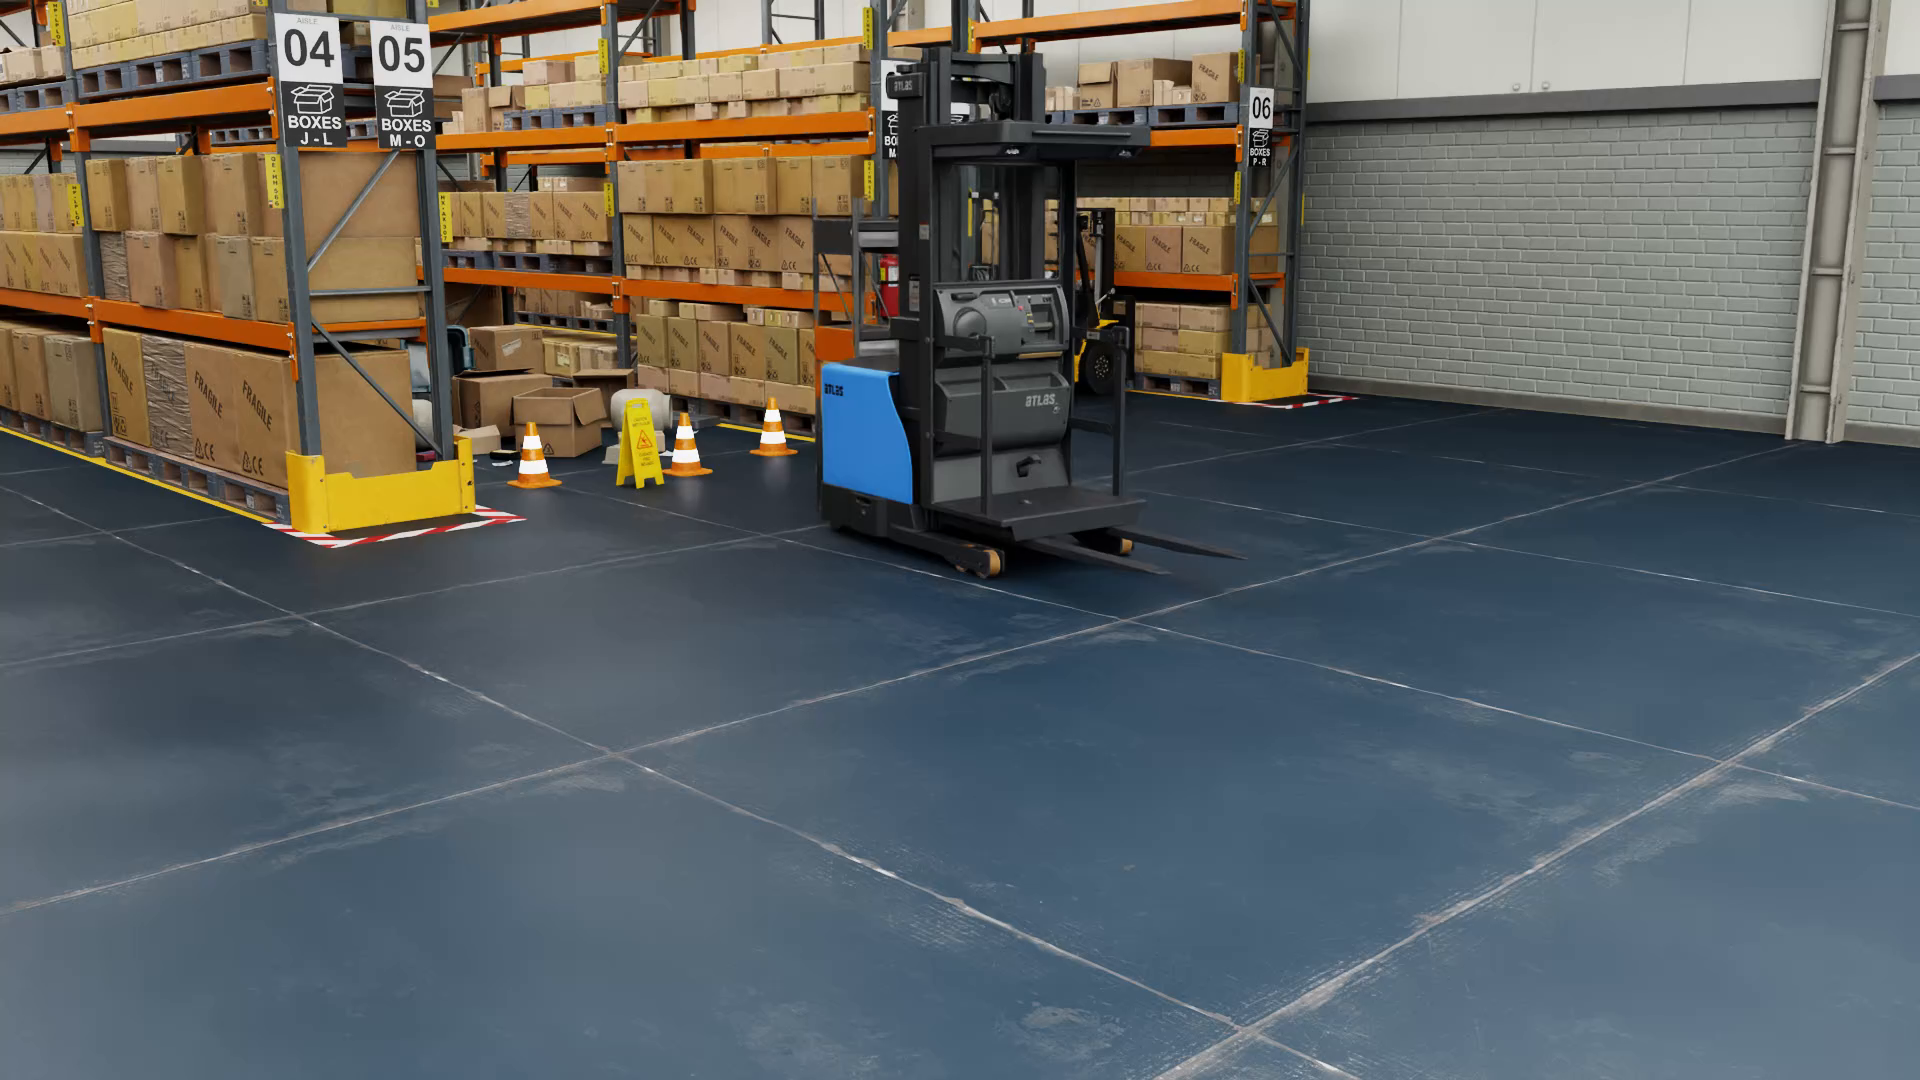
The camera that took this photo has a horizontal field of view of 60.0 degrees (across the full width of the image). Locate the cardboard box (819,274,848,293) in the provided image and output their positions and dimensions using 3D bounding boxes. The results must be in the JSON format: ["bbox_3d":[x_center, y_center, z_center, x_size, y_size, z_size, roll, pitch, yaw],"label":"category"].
[{"bbox_3d":[-1.000,-2.240,14.472,0.380,0.149,0.250,-11,16,-43],"label":"cardboard box"}]

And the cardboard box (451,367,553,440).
[{"bbox_3d":[-4.028,-1.199,14.648,0.797,0.637,0.503,-11,16,-43],"label":"cardboard box"}]

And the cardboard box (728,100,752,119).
[{"bbox_3d":[-1.873,-3.894,15.066,0.380,0.149,0.250,-11,16,-43],"label":"cardboard box"}]

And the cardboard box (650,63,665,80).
[{"bbox_3d":[-2.736,-4.472,15.896,0.250,0.149,0.380,11,16,43],"label":"cardboard box"}]

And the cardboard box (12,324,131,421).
[{"bbox_3d":[-7.762,-1.519,14.885,1.050,0.750,0.750,-11,16,-43],"label":"cardboard box"}]

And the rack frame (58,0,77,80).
[{"bbox_3d":[-6.605,-5.134,13.030,1.000,3.000,0.127,-11,16,-43],"label":"rack frame"}]

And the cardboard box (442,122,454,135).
[{"bbox_3d":[-5.762,-4.760,19.273,0.380,0.149,0.250,-11,16,-43],"label":"cardboard box"}]

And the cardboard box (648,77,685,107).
[{"bbox_3d":[-2.625,-4.265,15.882,0.500,0.250,0.500,-11,16,-43],"label":"cardboard box"}]

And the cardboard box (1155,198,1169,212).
[{"bbox_3d":[2.345,-3.657,18.135,0.380,0.149,0.250,-11,16,-42],"label":"cardboard box"}]

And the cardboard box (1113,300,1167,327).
[{"bbox_3d":[1.999,-2.527,18.539,0.500,0.250,0.500,-11,16,-42],"label":"cardboard box"}]

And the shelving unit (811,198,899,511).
[{"bbox_3d":[-0.667,-1.212,11.089,0.431,2.100,0.503,-9,14,-36],"label":"shelving unit"}]

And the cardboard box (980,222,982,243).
[{"bbox_3d":[-0.031,-3.800,20.555,0.500,0.250,0.500,-11,16,-44],"label":"cardboard box"}]

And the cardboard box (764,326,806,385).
[{"bbox_3d":[-1.437,-1.699,15.140,0.500,0.500,0.500,-10,15,-40],"label":"cardboard box"}]

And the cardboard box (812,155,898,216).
[{"bbox_3d":[-0.843,-3.045,14.295,0.500,0.500,0.700,11,16,44],"label":"cardboard box"}]

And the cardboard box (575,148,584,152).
[{"bbox_3d":[-5.839,-6.194,26.231,0.380,0.149,0.250,-10,15,-41],"label":"cardboard box"}]

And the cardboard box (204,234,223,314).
[{"bbox_3d":[-4.823,-1.910,11.875,0.875,0.550,0.550,-11,16,-43],"label":"cardboard box"}]

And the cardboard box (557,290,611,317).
[{"bbox_3d":[-6.161,-3.941,27.261,0.500,0.500,0.700,11,16,43],"label":"cardboard box"}]

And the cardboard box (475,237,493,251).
[{"bbox_3d":[-5.265,-3.358,18.859,0.380,0.149,0.250,-11,16,-42],"label":"cardboard box"}]

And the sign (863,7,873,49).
[{"bbox_3d":[-0.747,-4.145,13.468,0.100,0.325,0.005,-11,16,-43],"label":"sign"}]

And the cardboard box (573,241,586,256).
[{"bbox_3d":[-3.819,-3.060,17.415,0.250,0.149,0.380,11,16,43],"label":"cardboard box"}]

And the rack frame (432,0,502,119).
[{"bbox_3d":[-5.857,-6.422,19.283,1.000,3.000,0.127,-11,16,-43],"label":"rack frame"}]

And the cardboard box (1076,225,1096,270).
[{"bbox_3d":[1.665,-3.317,18.828,0.500,0.500,0.500,-11,16,-42],"label":"cardboard box"}]

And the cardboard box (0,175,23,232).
[{"bbox_3d":[-8.358,-3.103,15.314,0.700,0.500,0.500,-11,16,-43],"label":"cardboard box"}]

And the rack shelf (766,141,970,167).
[{"bbox_3d":[-0.888,-5.001,21.602,1.077,0.370,4.000,-11,16,-43],"label":"rack shelf"}]

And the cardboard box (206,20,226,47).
[{"bbox_3d":[-4.668,-3.288,10.839,0.380,0.149,0.250,-11,16,-42],"label":"cardboard box"}]

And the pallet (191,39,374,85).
[{"bbox_3d":[-4.362,-3.144,11.027,1.003,0.211,1.213,-11,16,-43],"label":"pallet"}]

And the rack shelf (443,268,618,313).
[{"bbox_3d":[-4.475,-2.840,18.544,1.077,0.370,4.000,-11,16,-43],"label":"rack shelf"}]

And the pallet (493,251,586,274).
[{"bbox_3d":[-4.460,-3.107,18.533,1.003,0.211,1.213,-11,16,-43],"label":"pallet"}]

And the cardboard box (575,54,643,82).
[{"bbox_3d":[-3.587,-4.813,16.999,0.500,0.250,0.500,-10,16,-41],"label":"cardboard box"}]

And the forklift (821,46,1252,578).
[{"bbox_3d":[0.386,-1.331,9.607,1.130,2.935,3.031,-9,14,-36],"label":"forklift"}]

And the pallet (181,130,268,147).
[{"bbox_3d":[-10.861,-5.970,24.743,1.003,0.211,1.213,-11,16,-43],"label":"pallet"}]

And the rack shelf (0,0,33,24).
[{"bbox_3d":[-10.748,-5.461,17.393,1.077,0.370,4.000,-11,16,-43],"label":"rack shelf"}]

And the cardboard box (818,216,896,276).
[{"bbox_3d":[-0.906,-2.552,14.380,0.500,0.500,0.500,-11,16,-44],"label":"cardboard box"}]

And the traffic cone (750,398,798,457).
[{"bbox_3d":[-1.562,-0.957,13.910,0.336,0.463,0.334,-11,16,-43],"label":"traffic cone"}]

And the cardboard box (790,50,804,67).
[{"bbox_3d":[-1.257,-4.183,14.495,0.380,0.149,0.250,-11,16,-42],"label":"cardboard box"}]

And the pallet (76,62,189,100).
[{"bbox_3d":[-6.047,-3.501,12.755,1.003,0.211,1.213,-11,16,-43],"label":"pallet"}]

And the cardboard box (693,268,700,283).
[{"bbox_3d":[-2.339,-2.547,15.962,0.380,0.149,0.250,-11,16,-43],"label":"cardboard box"}]

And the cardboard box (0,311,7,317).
[{"bbox_3d":[-10.029,-2.191,16.910,0.500,0.250,0.500,11,16,44],"label":"cardboard box"}]

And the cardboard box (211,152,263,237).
[{"bbox_3d":[-4.517,-2.341,11.294,0.875,0.550,0.550,-11,16,-43],"label":"cardboard box"}]

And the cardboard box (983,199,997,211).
[{"bbox_3d":[0.499,-4.017,19.883,0.380,0.149,0.250,-10,16,-41],"label":"cardboard box"}]

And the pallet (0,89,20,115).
[{"bbox_3d":[-8.109,-3.907,14.975,1.003,0.211,1.213,-10,15,-40],"label":"pallet"}]

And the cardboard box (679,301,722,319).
[{"bbox_3d":[-2.483,-2.219,16.057,0.380,0.149,0.250,-10,15,-40],"label":"cardboard box"}]

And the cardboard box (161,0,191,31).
[{"bbox_3d":[-5.073,-3.587,11.301,0.500,0.250,0.500,-11,16,-43],"label":"cardboard box"}]

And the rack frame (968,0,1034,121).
[{"bbox_3d":[0.493,-6.531,19.810,1.000,3.000,0.127,-11,16,-43],"label":"rack frame"}]

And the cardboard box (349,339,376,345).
[{"bbox_3d":[-7.503,-3.023,21.874,0.875,0.875,0.875,-10,15,-41],"label":"cardboard box"}]

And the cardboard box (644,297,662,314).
[{"bbox_3d":[-4.485,-3.563,25.426,0.500,0.500,0.500,-11,16,-43],"label":"cardboard box"}]

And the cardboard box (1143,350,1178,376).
[{"bbox_3d":[2.366,-1.966,18.294,0.500,0.250,0.500,-11,16,-43],"label":"cardboard box"}]

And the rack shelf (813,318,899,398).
[{"bbox_3d":[-0.667,-1.198,11.091,0.431,0.518,0.480,-9,14,-36],"label":"rack shelf"}]

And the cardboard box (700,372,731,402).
[{"bbox_3d":[-2.137,-1.482,15.945,0.500,0.250,0.500,-11,16,-43],"label":"cardboard box"}]

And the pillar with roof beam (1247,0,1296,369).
[{"bbox_3d":[0.313,-5.574,15.167,9.100,9.000,0.400,-11,16,-43],"label":"pillar with roof beam"}]

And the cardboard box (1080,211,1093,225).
[{"bbox_3d":[1.577,-3.648,18.827,0.380,0.149,0.250,-11,16,-44],"label":"cardboard box"}]

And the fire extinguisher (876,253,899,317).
[{"bbox_3d":[-0.586,-2.198,13.837,0.296,0.674,0.183,-11,16,-43],"label":"fire extinguisher"}]

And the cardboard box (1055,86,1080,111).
[{"bbox_3d":[1.299,-4.992,18.817,0.258,0.266,0.396,11,16,44],"label":"cardboard box"}]

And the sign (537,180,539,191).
[{"bbox_3d":[-7.379,-6.140,29.128,0.100,0.325,0.005,-11,16,-43],"label":"sign"}]

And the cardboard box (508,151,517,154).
[{"bbox_3d":[-7.279,-6.486,27.648,0.380,0.149,0.250,-10,16,-41],"label":"cardboard box"}]

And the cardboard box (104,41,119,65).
[{"bbox_3d":[-6.075,-3.585,12.280,0.380,0.149,0.250,-11,16,-43],"label":"cardboard box"}]

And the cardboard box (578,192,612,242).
[{"bbox_3d":[-3.579,-3.336,17.145,0.500,0.500,0.500,-11,16,-44],"label":"cardboard box"}]

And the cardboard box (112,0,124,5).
[{"bbox_3d":[-5.894,-3.938,12.016,0.380,0.149,0.250,-11,16,-42],"label":"cardboard box"}]

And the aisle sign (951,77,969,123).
[{"bbox_3d":[-0.065,-3.624,14.125,0.394,0.787,0.004,-11,16,-43],"label":"aisle sign"}]
